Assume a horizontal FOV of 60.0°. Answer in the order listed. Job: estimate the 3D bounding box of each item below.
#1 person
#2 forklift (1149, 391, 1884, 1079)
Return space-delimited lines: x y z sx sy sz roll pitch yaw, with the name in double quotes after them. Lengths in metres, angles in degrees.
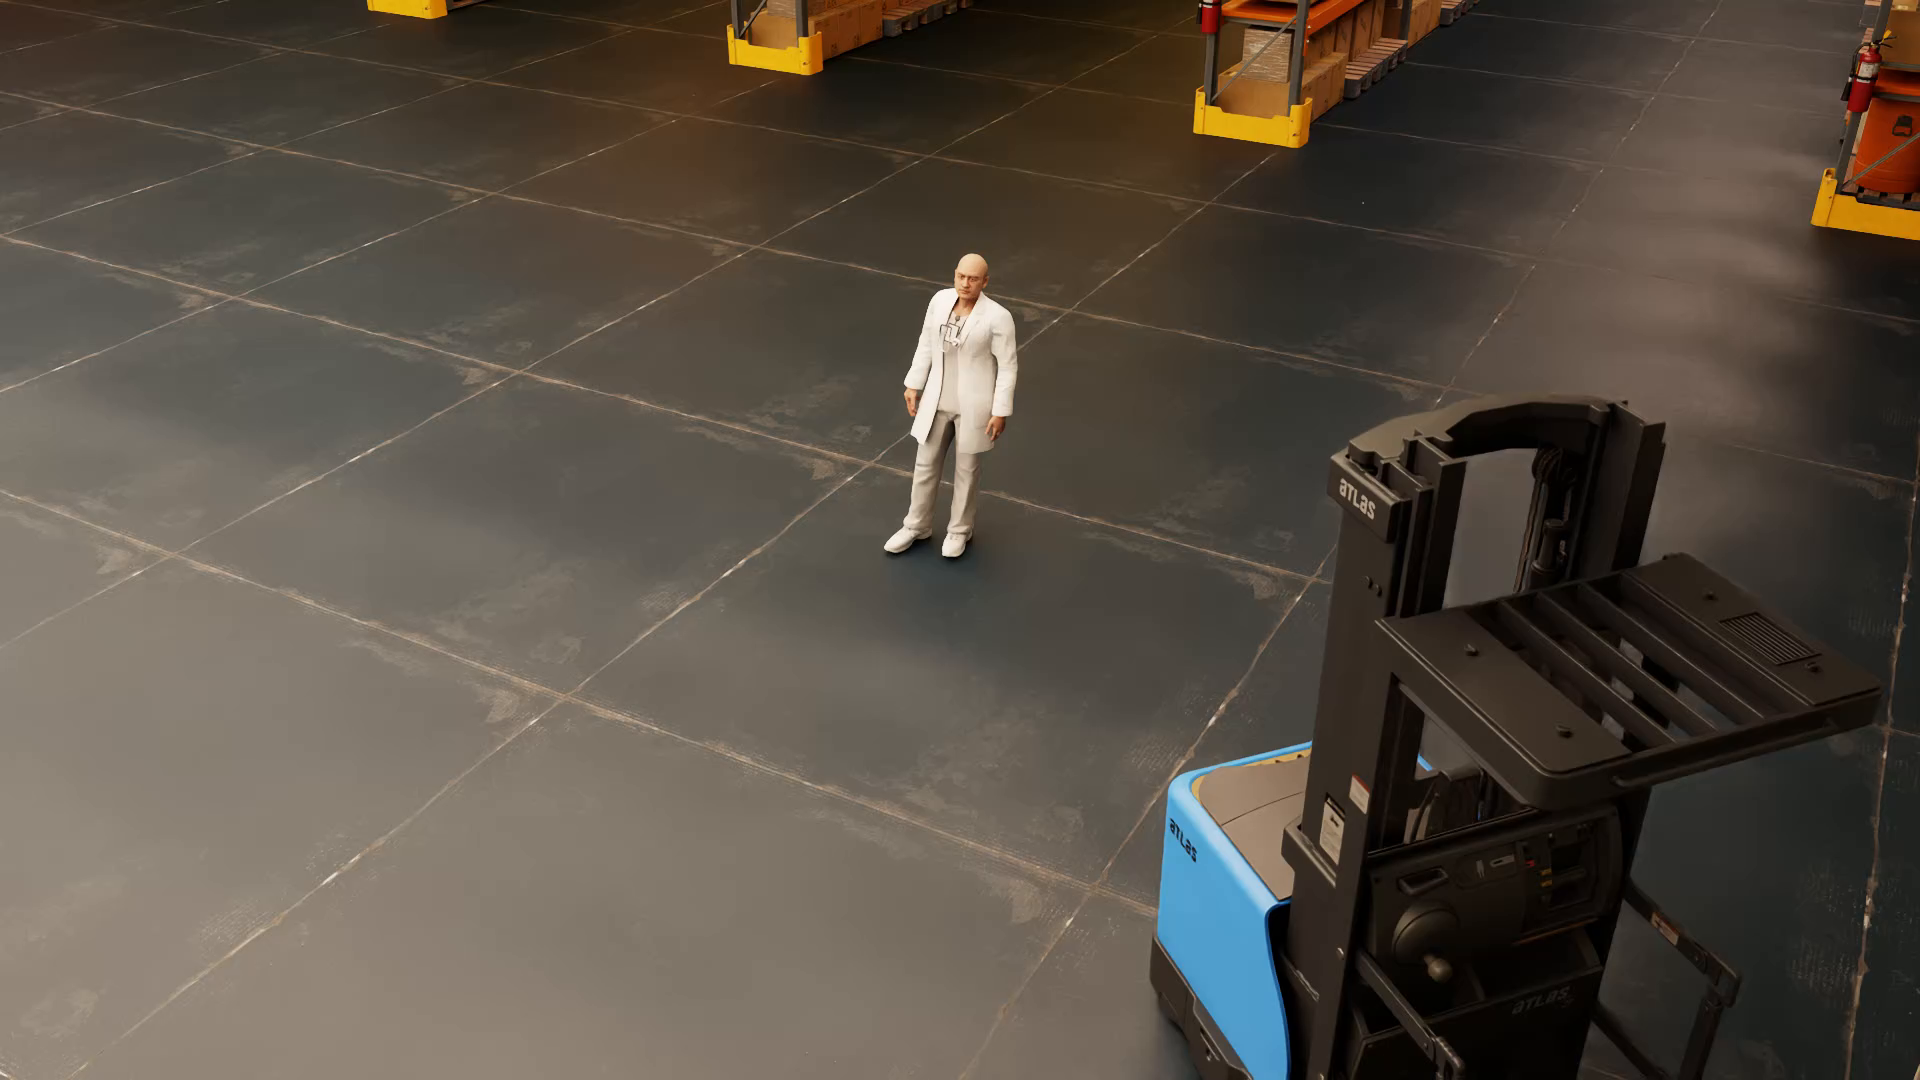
-0.048 -0.737 9.487 0.696 1.777 0.578 15 33 25 "person"
1.770 1.158 5.064 1.130 2.935 3.031 -11 32 -18 "forklift"
